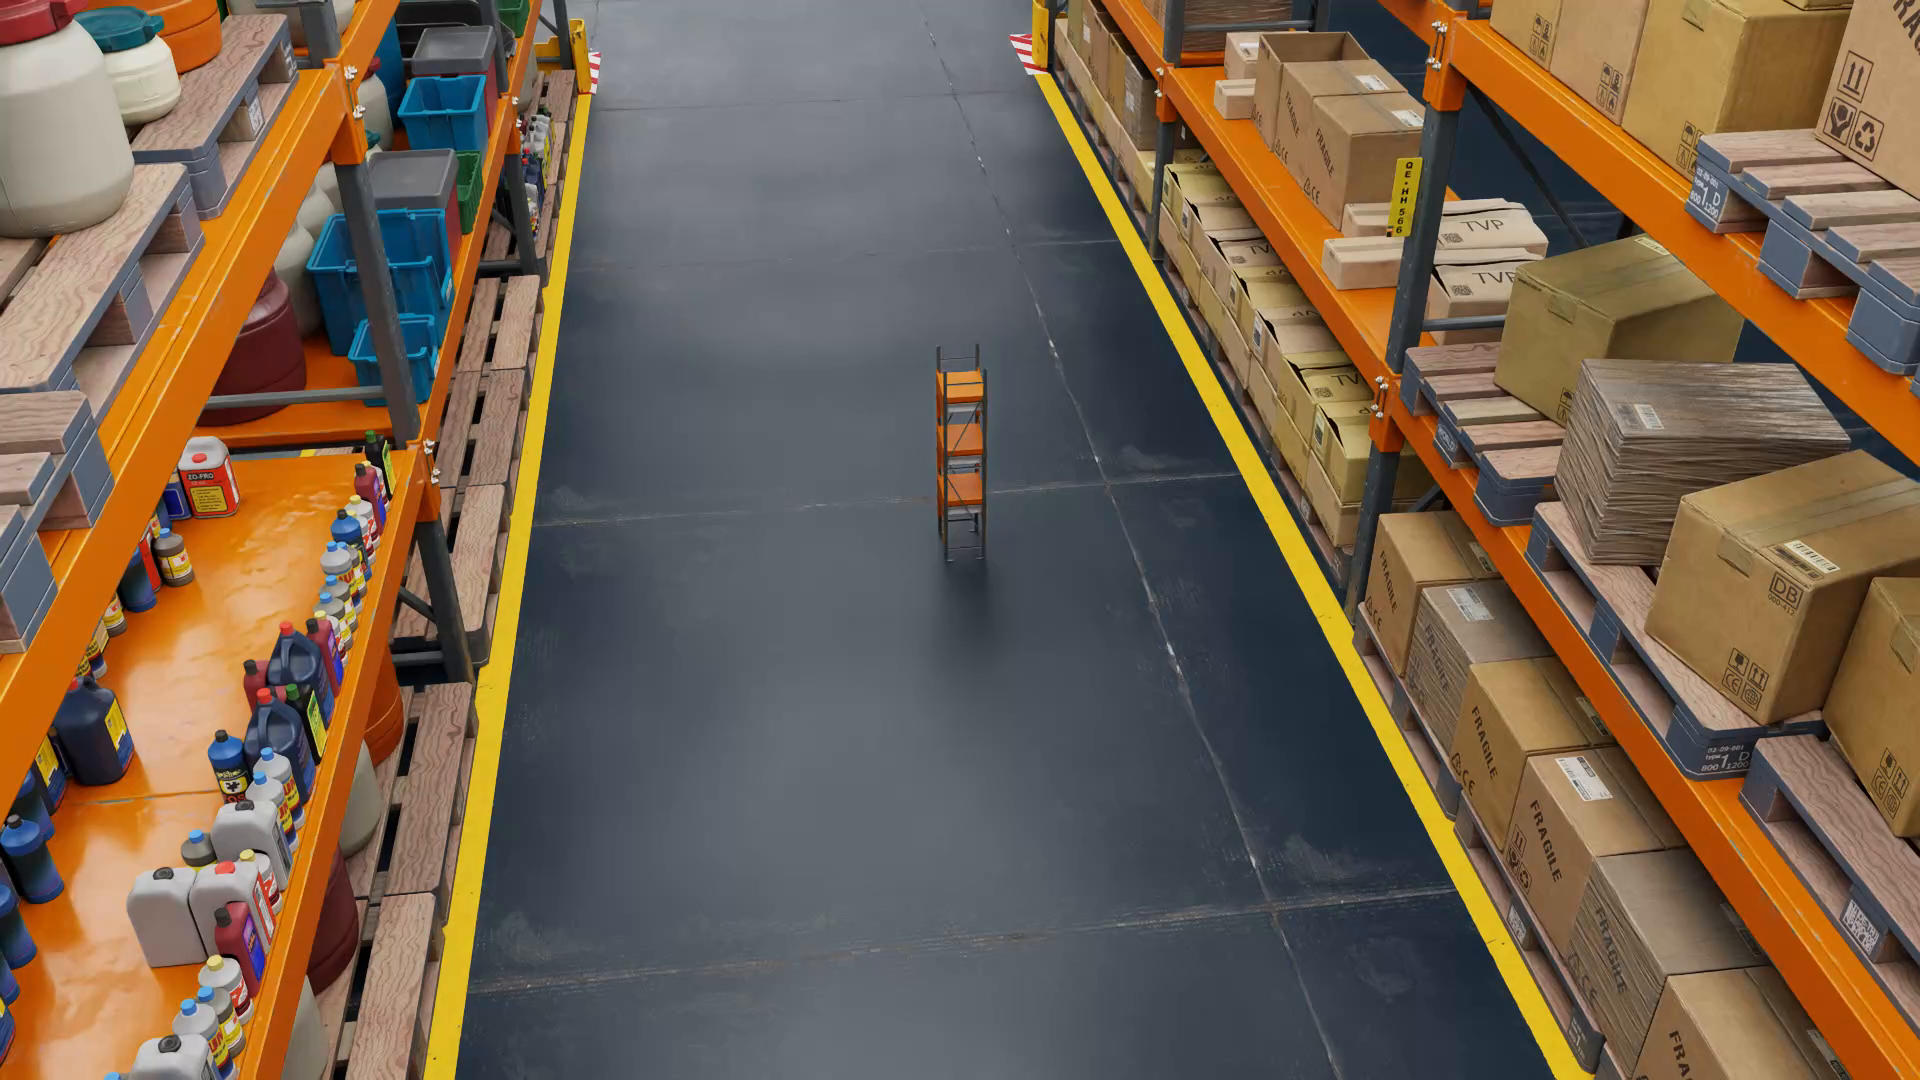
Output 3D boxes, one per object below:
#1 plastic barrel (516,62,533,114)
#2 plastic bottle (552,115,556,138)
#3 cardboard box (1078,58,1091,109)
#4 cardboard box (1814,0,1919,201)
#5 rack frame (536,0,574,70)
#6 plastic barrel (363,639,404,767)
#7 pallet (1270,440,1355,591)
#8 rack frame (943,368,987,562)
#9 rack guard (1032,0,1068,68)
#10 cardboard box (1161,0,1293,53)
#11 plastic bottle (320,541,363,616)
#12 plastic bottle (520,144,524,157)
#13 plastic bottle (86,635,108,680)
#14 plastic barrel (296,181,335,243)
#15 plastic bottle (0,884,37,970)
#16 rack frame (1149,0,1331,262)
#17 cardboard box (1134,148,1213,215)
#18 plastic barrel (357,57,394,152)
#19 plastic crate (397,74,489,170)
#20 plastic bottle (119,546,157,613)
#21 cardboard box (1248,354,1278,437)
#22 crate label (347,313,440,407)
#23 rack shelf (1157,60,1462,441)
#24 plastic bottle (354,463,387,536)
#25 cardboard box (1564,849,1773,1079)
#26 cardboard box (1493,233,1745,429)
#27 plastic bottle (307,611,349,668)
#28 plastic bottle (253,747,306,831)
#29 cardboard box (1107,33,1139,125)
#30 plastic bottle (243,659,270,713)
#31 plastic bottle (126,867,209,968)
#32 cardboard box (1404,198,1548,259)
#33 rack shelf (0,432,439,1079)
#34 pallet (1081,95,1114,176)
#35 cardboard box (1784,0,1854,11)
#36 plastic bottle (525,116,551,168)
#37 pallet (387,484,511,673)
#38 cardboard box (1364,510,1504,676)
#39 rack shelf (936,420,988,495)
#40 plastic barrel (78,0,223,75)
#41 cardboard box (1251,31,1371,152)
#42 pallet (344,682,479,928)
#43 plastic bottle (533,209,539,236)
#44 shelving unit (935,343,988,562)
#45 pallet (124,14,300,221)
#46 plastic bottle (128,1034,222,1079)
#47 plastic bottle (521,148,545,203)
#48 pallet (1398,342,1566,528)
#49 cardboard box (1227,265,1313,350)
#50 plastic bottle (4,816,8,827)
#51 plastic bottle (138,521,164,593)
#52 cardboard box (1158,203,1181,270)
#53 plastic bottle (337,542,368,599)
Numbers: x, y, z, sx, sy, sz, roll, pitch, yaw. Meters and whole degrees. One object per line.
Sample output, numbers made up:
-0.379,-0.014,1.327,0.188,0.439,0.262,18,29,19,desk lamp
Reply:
-3.460,-3.503,12.563,0.421,0.512,0.421,0,34,0,plastic barrel
-3.010,-3.033,12.131,0.097,0.201,0.097,0,34,0,plastic bottle
1.206,-3.535,12.843,0.500,0.250,0.500,-4,35,-6,cardboard box
2.654,-1.202,4.136,0.600,0.600,0.600,-6,35,-8,cardboard box
-3.692,-4.999,12.922,1.000,3.000,0.127,-4,35,-6,rack frame
-2.533,0.460,6.465,0.600,0.830,0.708,-4,35,-6,plastic barrel
2.221,-0.218,8.382,1.003,0.211,1.213,-4,35,-6,pallet
0.024,-0.336,7.811,0.200,1.050,0.008,-4,35,-6,rack frame
1.214,-4.352,14.193,1.175,0.500,0.348,-4,35,-6,rack guard
1.689,-3.428,10.528,0.700,0.500,0.500,-5,35,-8,cardboard box
-2.058,0.124,5.519,0.097,0.271,0.097,0,34,0,plastic bottle
-3.077,-2.622,11.462,0.152,0.276,0.135,-4,35,-6,plastic bottle
-2.778,0.313,5.242,0.097,0.271,0.097,0,34,0,plastic bottle
-3.023,-1.374,7.503,0.421,0.512,0.421,0,34,0,plastic barrel
-2.465,0.975,4.270,0.097,0.271,0.097,0,34,0,plastic bottle
1.755,-3.140,10.194,1.000,3.000,0.127,-4,35,-6,rack frame
1.476,-2.419,11.205,0.500,0.250,0.500,-4,35,-6,cardboard box
-3.243,-2.272,8.800,0.433,0.535,0.433,0,34,0,plastic barrel
-2.697,-2.168,8.782,0.392,0.384,0.575,-4,35,-6,plastic crate
-2.767,0.105,5.547,0.097,0.271,0.097,0,34,0,plastic bottle
1.843,-0.788,8.812,0.500,0.250,0.500,-4,34,-5,cardboard box
-2.301,-0.729,6.805,0.303,0.233,0.416,-4,35,-6,crate label
2.024,-1.726,8.758,1.077,0.370,4.000,-4,35,-6,rack shelf
-2.108,-0.164,5.931,0.061,0.283,0.133,-4,35,-6,plastic bottle
2.355,1.366,5.411,0.500,0.500,0.500,-4,34,-6,cardboard box
2.489,-0.780,6.269,0.700,0.500,0.500,-16,37,-22,cardboard box
-2.019,0.316,5.299,0.097,0.201,0.097,0,34,0,plastic bottle
-1.920,0.696,4.679,0.097,0.271,0.097,0,34,0,plastic bottle
1.349,-3.288,11.814,0.500,0.500,0.500,-4,35,-6,cardboard box
-2.103,0.459,5.017,0.061,0.283,0.133,-4,35,-6,plastic bottle
-2.038,0.957,4.293,0.152,0.276,0.135,-4,35,-6,plastic bottle
2.365,-1.385,7.697,0.500,0.311,0.500,-5,35,-7,cardboard box
-2.347,0.879,4.936,1.077,0.370,4.000,-4,35,-6,rack shelf
1.522,-3.117,12.636,1.003,0.211,1.213,-4,35,-6,pallet
2.483,-1.788,4.571,0.500,0.500,0.500,-4,35,-6,cardboard box
-2.959,-2.782,11.630,0.144,0.351,0.185,-3,34,-4,plastic bottle
-2.682,0.183,7.795,1.003,0.211,1.213,-4,35,-6,pallet
2.071,0.219,7.094,0.500,0.500,0.500,-3,34,-4,cardboard box
0.007,-0.395,7.916,0.215,0.259,0.240,-4,35,-6,rack shelf
-2.542,-1.808,4.822,0.600,0.830,0.708,-4,35,-6,plastic barrel
1.913,-2.457,9.103,0.500,0.500,0.500,-2,34,-3,cardboard box
-2.469,1.055,6.515,1.003,0.211,1.213,-4,35,-6,pallet
-2.776,-2.060,10.703,0.097,0.201,0.097,0,34,0,plastic bottle
0.007,-0.404,7.911,0.215,1.050,0.252,-4,35,-6,shelving unit
-2.610,-1.262,4.942,1.003,0.211,1.213,-4,35,-6,pallet
-1.812,1.258,3.851,0.152,0.276,0.135,-4,35,-6,plastic bottle
-2.877,-2.441,11.130,0.144,0.351,0.185,-6,35,-8,plastic bottle
2.454,-0.455,6.425,1.213,0.211,1.003,-4,35,-6,pallet
1.772,-1.301,9.067,0.500,0.311,0.500,-3,34,-5,cardboard box
-2.694,0.735,4.612,0.061,0.283,0.133,-4,35,-6,plastic bottle
-2.816,0.041,5.637,0.152,0.276,0.135,-4,35,-6,plastic bottle
1.564,-1.933,10.492,0.500,0.250,0.500,-5,35,-8,cardboard box
-2.071,0.098,5.618,0.097,0.201,0.097,0,34,0,plastic bottle
